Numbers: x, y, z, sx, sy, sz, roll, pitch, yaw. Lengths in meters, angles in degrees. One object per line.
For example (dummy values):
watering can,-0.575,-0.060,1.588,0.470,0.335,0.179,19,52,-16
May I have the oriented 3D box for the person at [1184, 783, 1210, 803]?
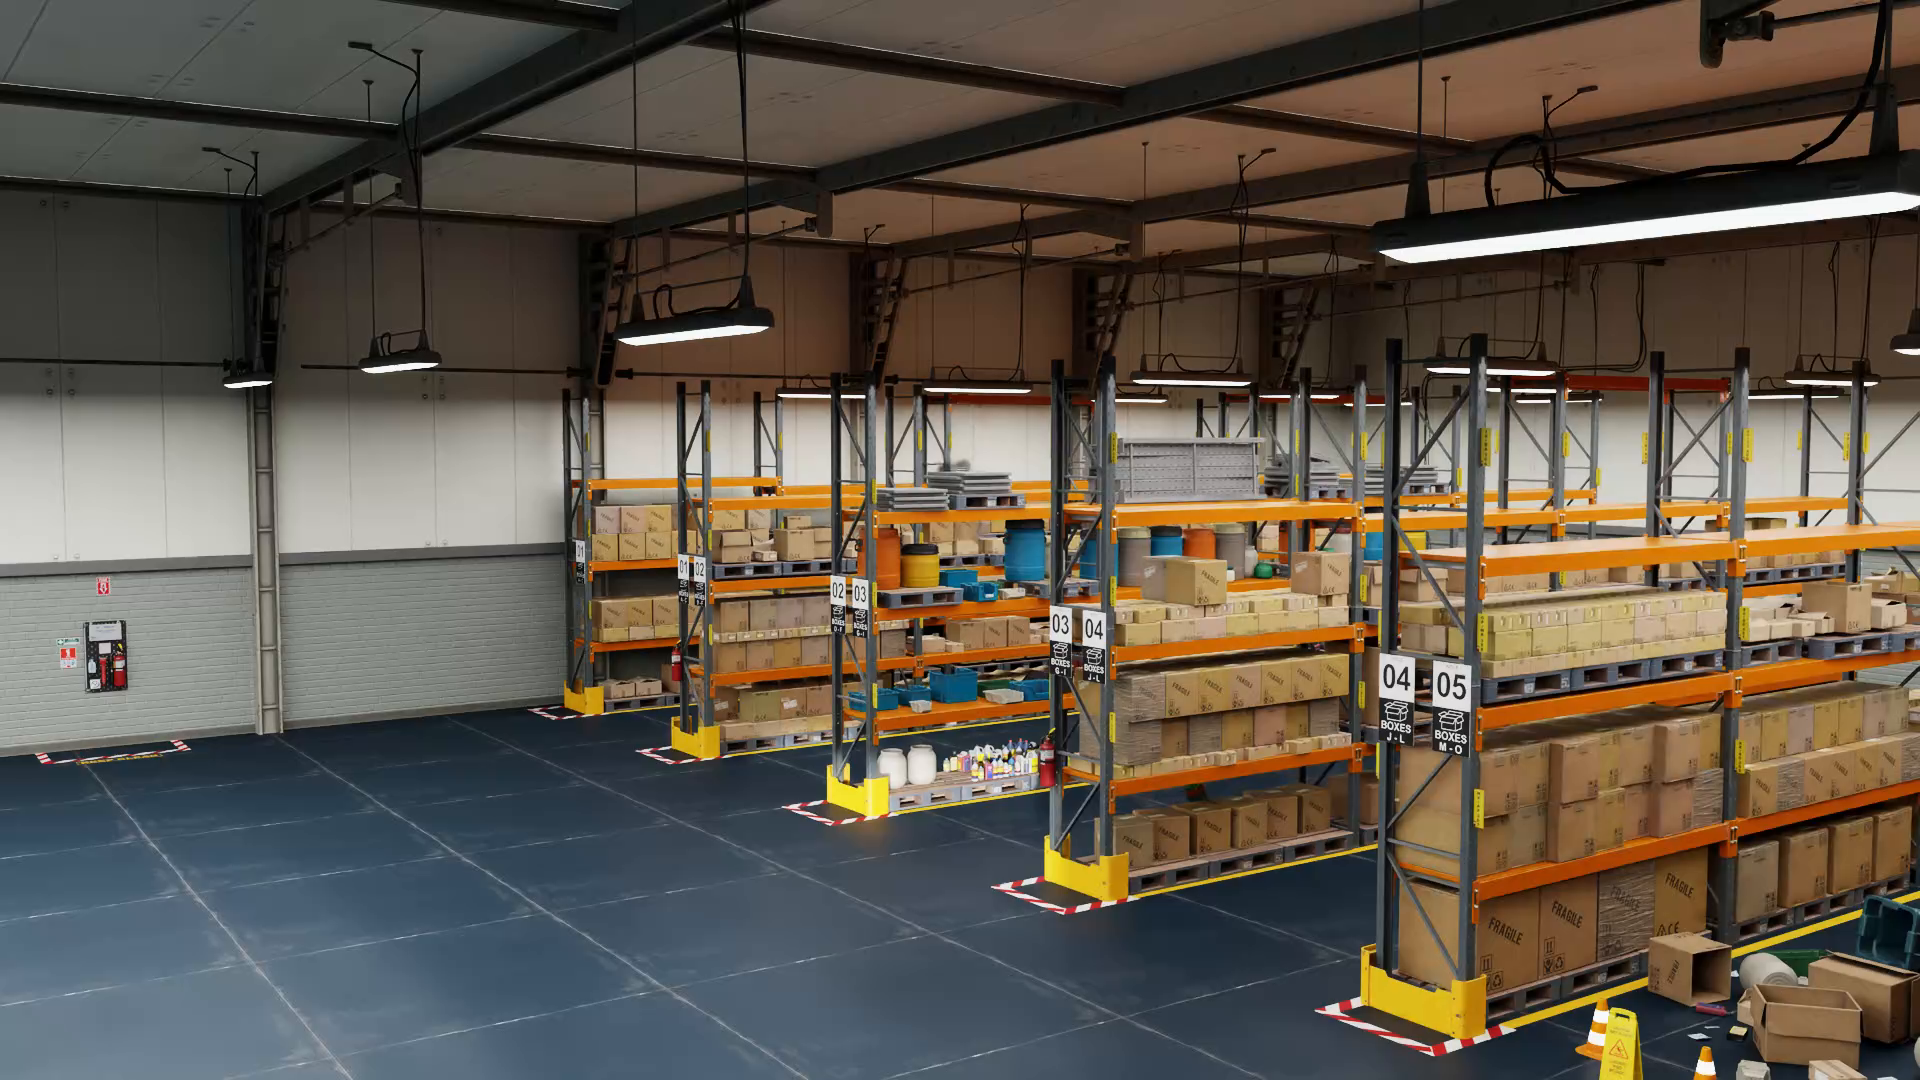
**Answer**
person,3.101,2.844,22.236,0.777,1.852,0.664,-3,5,-36
